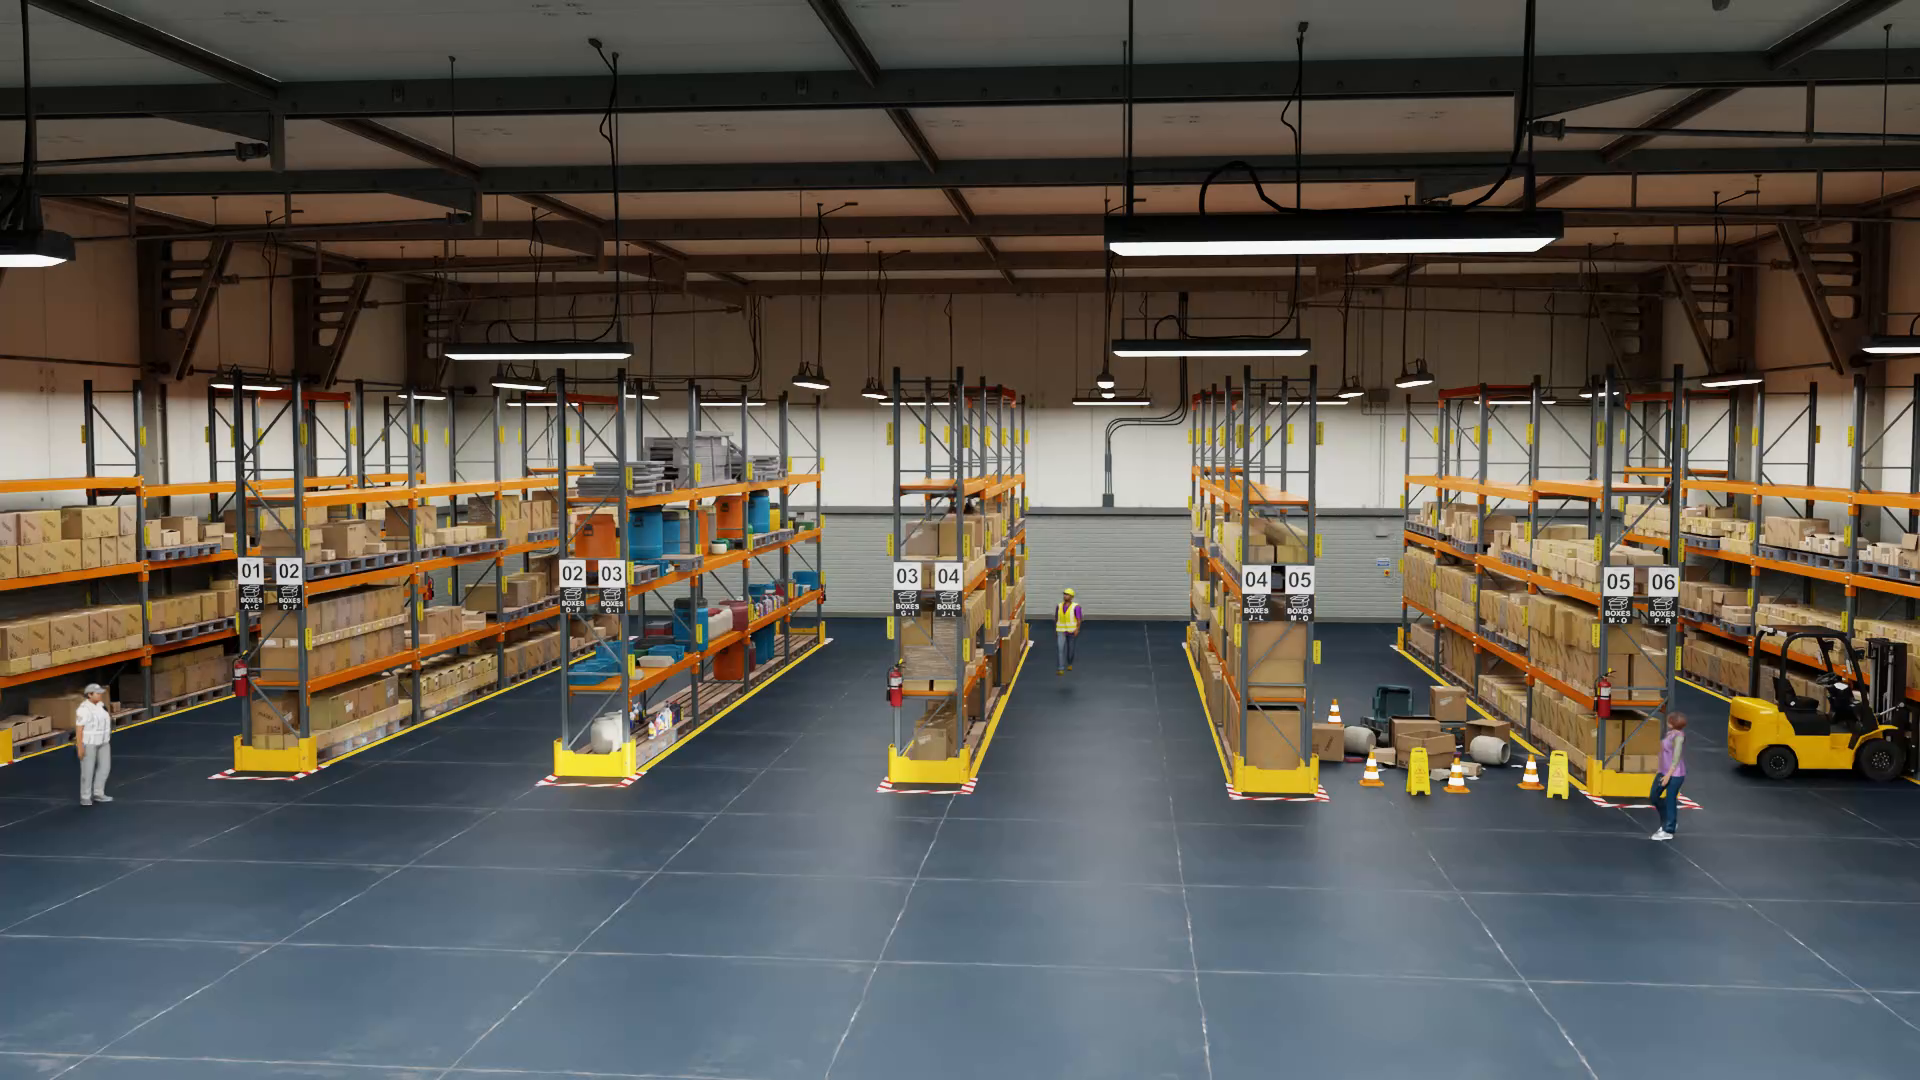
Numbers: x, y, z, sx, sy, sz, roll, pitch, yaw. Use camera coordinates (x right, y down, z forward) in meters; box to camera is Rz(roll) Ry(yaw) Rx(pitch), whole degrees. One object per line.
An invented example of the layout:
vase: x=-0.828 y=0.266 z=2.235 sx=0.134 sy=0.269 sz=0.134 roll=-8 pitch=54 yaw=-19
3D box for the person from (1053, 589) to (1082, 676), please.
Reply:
person: x=2.132 y=1.828 z=33.021 sx=0.572 sy=1.711 sz=1.057 roll=0 pitch=4 yaw=4

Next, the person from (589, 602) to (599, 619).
person: x=-9.152 y=1.539 z=42.507 sx=0.705 sy=1.622 sz=0.464 roll=2 pitch=4 yaw=28

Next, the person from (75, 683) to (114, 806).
person: x=-11.794 y=2.774 z=22.614 sx=0.422 sy=1.660 sz=0.596 roll=1 pitch=4 yaw=17

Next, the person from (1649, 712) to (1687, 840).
person: x=8.792 y=2.931 z=20.640 sx=0.414 sy=1.612 sz=0.441 roll=-1 pitch=4 yaw=-10
